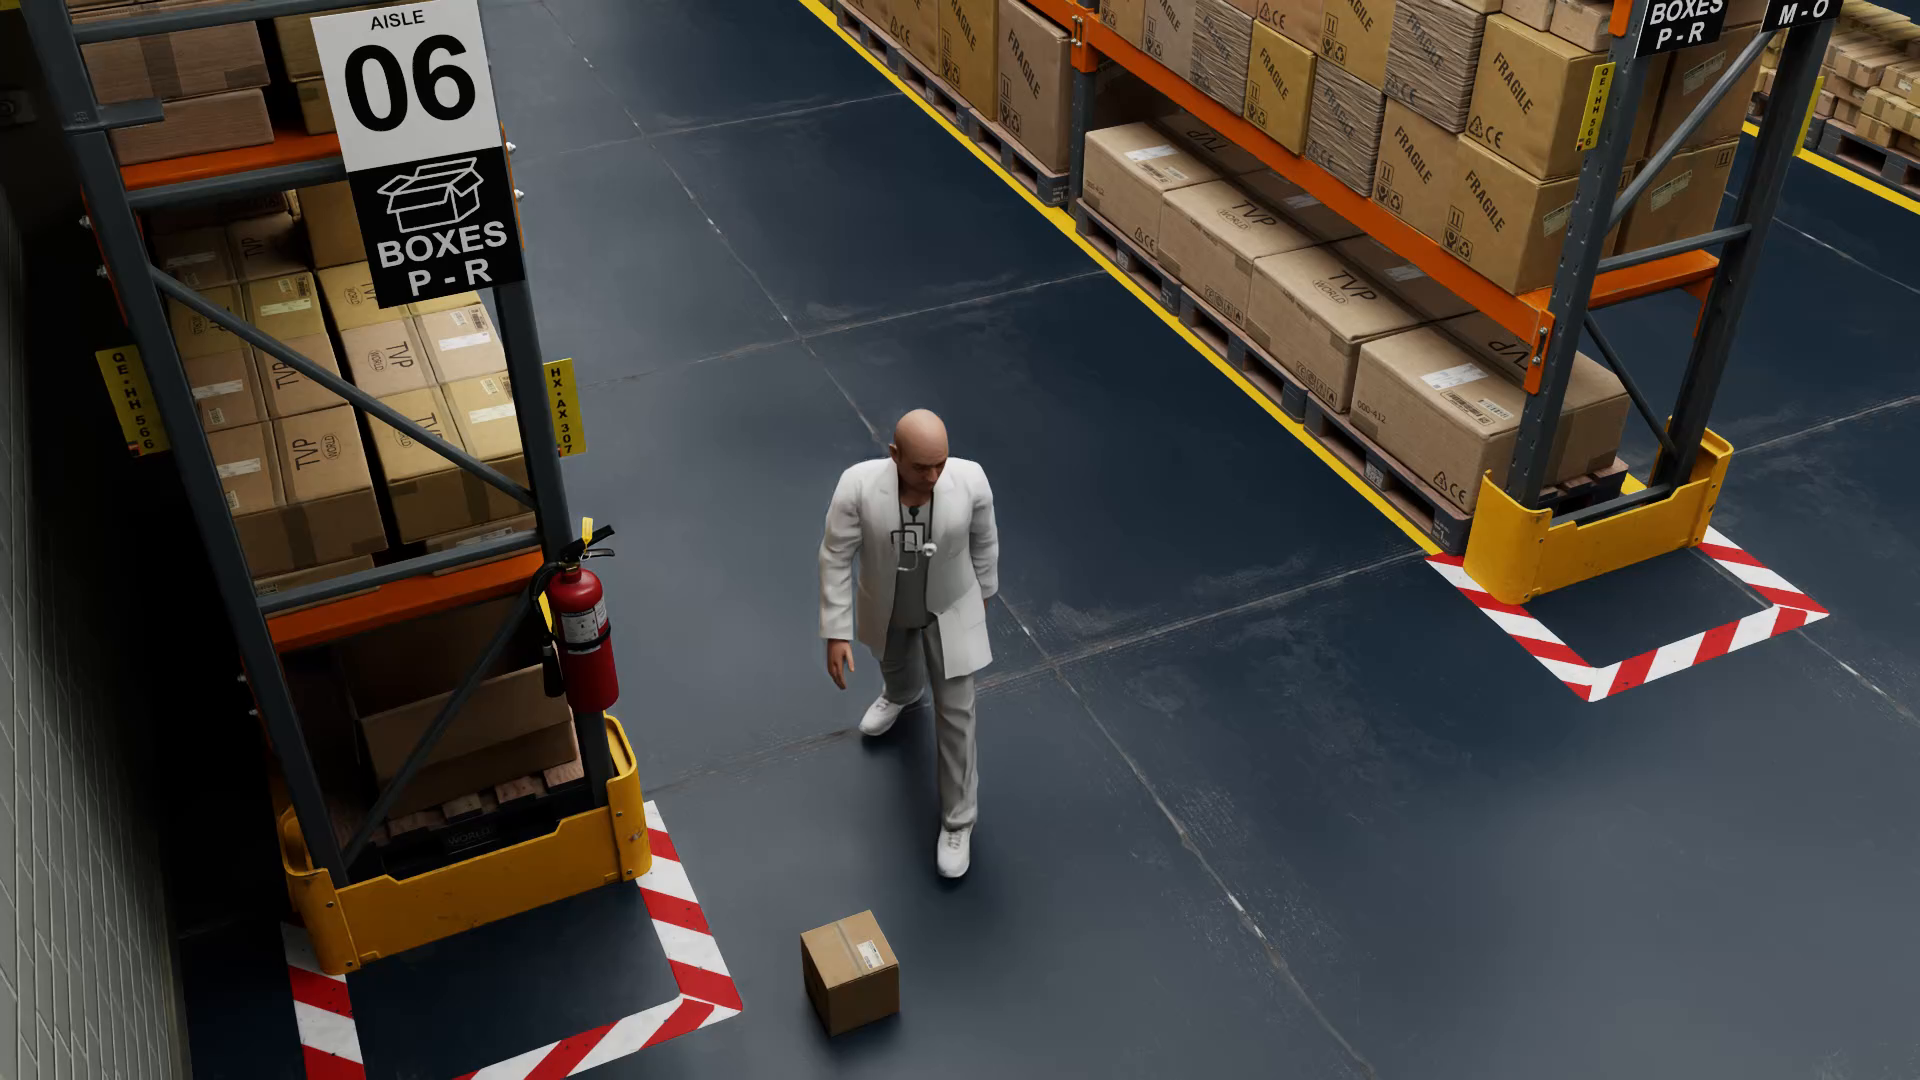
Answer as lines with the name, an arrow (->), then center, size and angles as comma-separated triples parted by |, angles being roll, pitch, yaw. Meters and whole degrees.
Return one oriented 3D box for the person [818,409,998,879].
person -> -0.171, 0.230, 5.850 | 0.592, 1.705, 1.038 | 5, 37, 7
